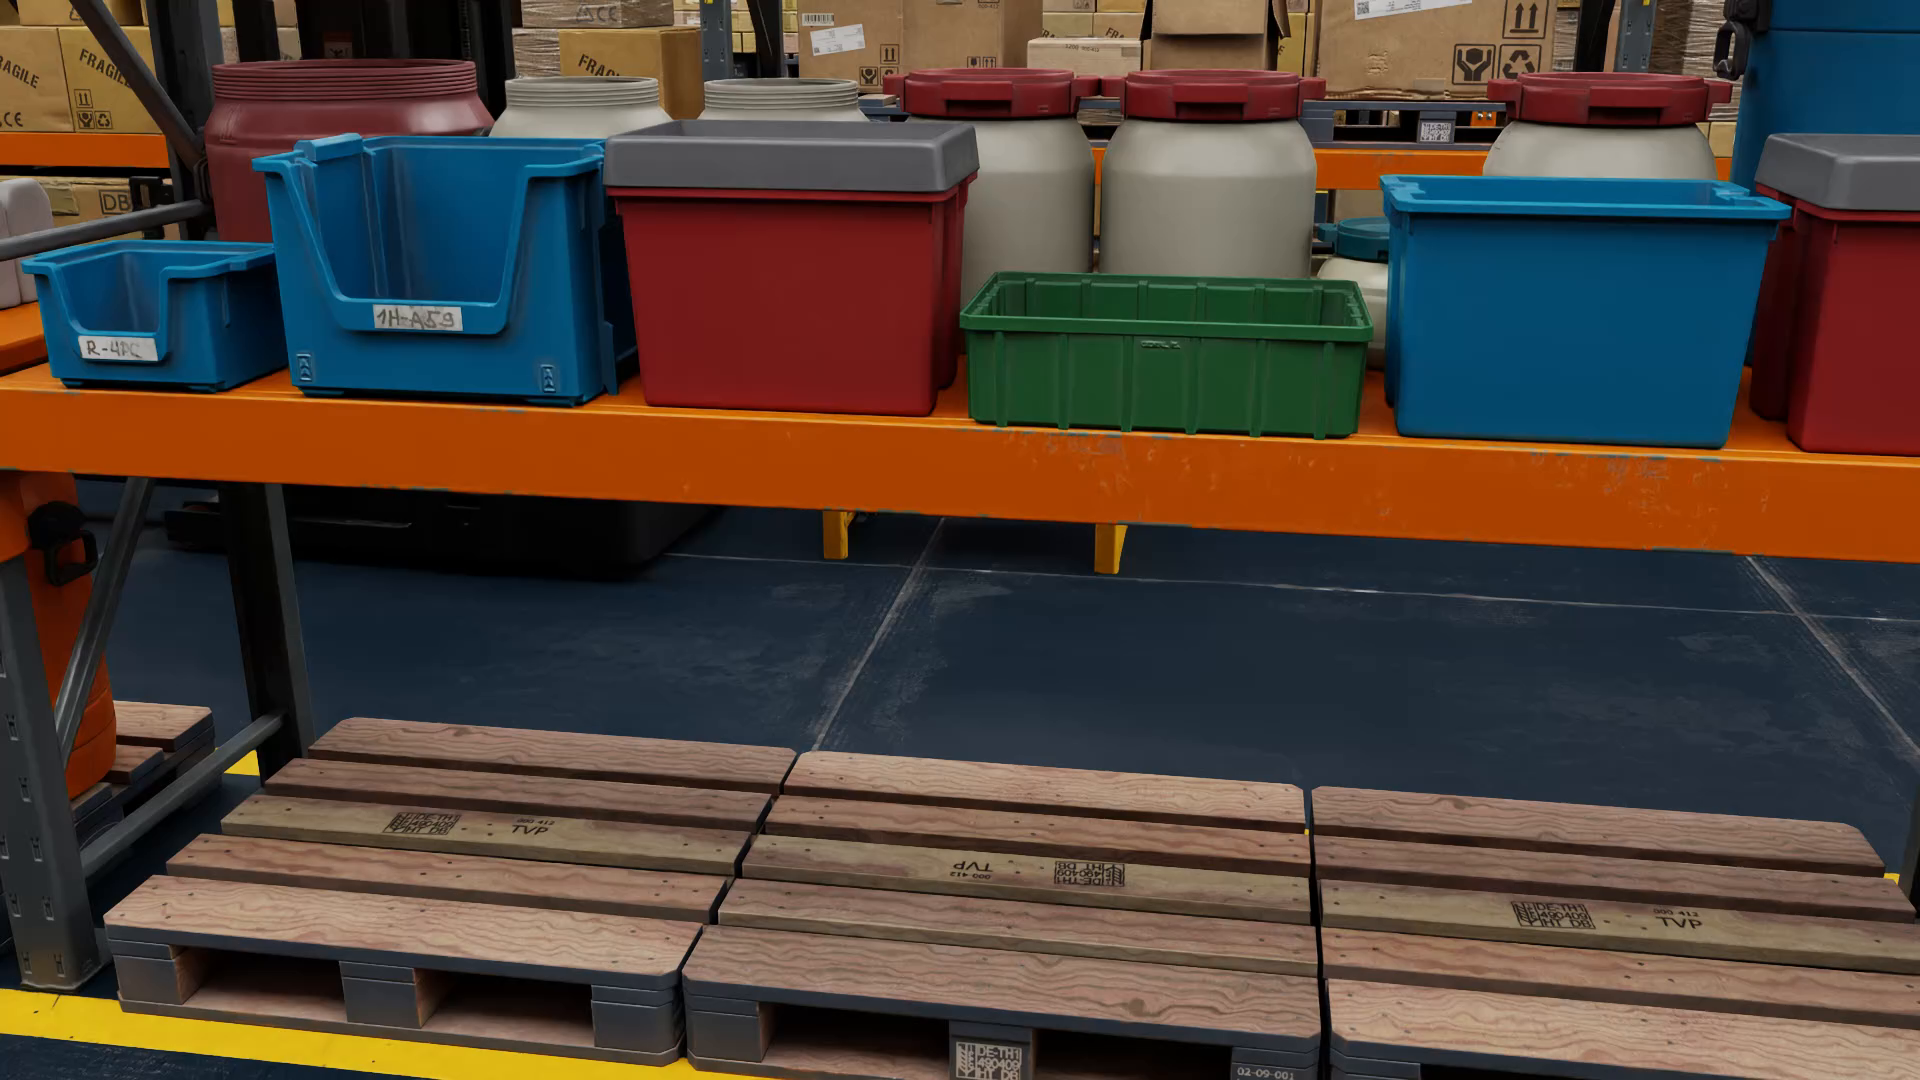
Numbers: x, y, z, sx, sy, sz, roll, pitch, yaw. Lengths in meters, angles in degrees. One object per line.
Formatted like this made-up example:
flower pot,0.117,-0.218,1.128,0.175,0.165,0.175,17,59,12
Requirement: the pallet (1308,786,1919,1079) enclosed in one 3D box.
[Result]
pallet,1.342,0.863,3.391,1.213,0.211,1.003,3,19,9

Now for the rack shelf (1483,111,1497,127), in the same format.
rack shelf,5.770,-3.091,11.947,4.000,0.370,1.077,3,19,9

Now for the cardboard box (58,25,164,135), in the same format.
cardboard box,-4.079,-2.307,8.314,0.500,0.500,0.500,3,19,9

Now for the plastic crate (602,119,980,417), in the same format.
plastic crate,-0.279,-0.486,2.929,0.583,0.464,0.402,3,19,9

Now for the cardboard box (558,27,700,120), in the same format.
cardboard box,-1.567,-2.180,7.932,0.500,0.500,0.500,4,19,10

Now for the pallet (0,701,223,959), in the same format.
pallet,-2.611,0.662,3.990,1.213,0.211,1.003,3,19,9

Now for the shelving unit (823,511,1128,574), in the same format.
shelving unit,0.075,-0.707,6.054,1.083,1.500,0.587,3,19,9

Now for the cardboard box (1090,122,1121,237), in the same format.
cardboard box,1.297,-2.764,12.721,0.750,0.750,1.050,3,19,9

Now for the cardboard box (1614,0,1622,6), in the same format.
cardboard box,4.716,-4.095,11.877,0.550,0.550,0.875,3,19,9

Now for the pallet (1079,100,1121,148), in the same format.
pallet,0.921,-2.007,7.877,1.213,0.211,1.003,3,19,9

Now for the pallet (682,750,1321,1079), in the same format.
pallet,0.134,0.802,3.572,1.213,0.211,1.003,3,19,9

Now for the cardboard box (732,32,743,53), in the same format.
cardboard box,-1.724,-3.747,12.509,0.250,0.149,0.380,2,19,6

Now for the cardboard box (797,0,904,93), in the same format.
cardboard box,-0.501,-2.417,7.980,0.500,0.500,0.500,1,19,2

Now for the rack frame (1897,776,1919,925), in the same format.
rack frame,2.123,-0.432,2.867,0.127,3.000,1.000,3,19,9

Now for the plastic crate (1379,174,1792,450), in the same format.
plastic crate,0.985,-0.382,2.744,0.575,0.384,0.392,3,19,9

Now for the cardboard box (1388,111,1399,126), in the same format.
cardboard box,4.228,-3.703,15.389,0.500,0.500,0.500,3,19,9

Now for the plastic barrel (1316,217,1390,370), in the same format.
plastic barrel,0.841,-0.481,3.231,0.301,0.262,0.301,0,18,0

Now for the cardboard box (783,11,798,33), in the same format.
cardboard box,-1.238,-3.862,12.385,0.250,0.149,0.380,3,19,10

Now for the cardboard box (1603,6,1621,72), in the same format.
cardboard box,4.708,-3.568,12.004,0.550,0.550,0.875,3,19,9

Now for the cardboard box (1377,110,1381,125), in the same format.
cardboard box,5.776,-5.578,21.917,0.500,0.250,0.500,3,19,9

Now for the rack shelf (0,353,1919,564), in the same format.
rack shelf,0.149,-0.191,3.282,4.000,0.370,1.077,3,19,9

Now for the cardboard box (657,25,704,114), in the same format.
cardboard box,-1.477,-2.342,8.418,0.500,0.500,0.500,3,19,10

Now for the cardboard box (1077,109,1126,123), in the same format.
cardboard box,1.929,-5.882,22.237,0.625,0.625,0.875,4,19,10

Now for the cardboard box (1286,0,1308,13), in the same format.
cardboard box,2.297,-4.128,12.180,0.500,0.500,0.700,3,19,9

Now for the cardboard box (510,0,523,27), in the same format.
cardboard box,-2.403,-2.784,8.157,0.637,0.503,0.797,3,19,10

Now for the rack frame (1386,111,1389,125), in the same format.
rack frame,4.481,-5.088,16.783,0.127,3.000,1.000,3,19,9

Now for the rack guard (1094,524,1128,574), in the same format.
rack guard,0.567,-0.090,6.177,0.087,0.250,0.587,3,19,9

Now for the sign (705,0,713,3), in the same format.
sign,-1.125,-2.560,7.402,0.005,0.325,0.100,3,19,9

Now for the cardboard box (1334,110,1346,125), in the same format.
cardboard box,4.748,-5.739,21.810,0.625,0.625,0.875,4,19,11

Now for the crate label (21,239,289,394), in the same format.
crate label,-1.469,-0.415,3.081,0.416,0.233,0.303,3,19,9

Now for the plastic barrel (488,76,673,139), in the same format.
plastic barrel,-0.776,-0.701,3.496,0.421,0.512,0.421,0,18,0

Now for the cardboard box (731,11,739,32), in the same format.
cardboard box,-1.730,-3.888,12.462,0.250,0.149,0.380,3,19,8

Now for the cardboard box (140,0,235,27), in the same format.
cardboard box,-3.682,-2.842,8.330,0.637,0.503,0.797,3,19,9

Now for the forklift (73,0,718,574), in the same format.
forklift,-2.467,-1.498,6.160,3.031,2.935,1.130,4,19,12

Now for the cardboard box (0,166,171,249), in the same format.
cardboard box,-4.355,-1.552,8.901,0.875,0.875,1.225,3,19,9

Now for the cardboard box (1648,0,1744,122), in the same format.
cardboard box,3.343,-2.130,7.316,0.500,0.500,0.875,3,19,9

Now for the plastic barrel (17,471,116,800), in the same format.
plastic barrel,-2.312,0.177,3.804,0.708,0.830,0.600,3,19,9

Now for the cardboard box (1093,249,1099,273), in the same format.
cardboard box,0.735,-1.130,8.200,0.500,0.500,0.700,5,19,13

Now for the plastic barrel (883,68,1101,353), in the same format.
plastic barrel,0.062,-0.672,3.370,0.433,0.535,0.433,0,18,0

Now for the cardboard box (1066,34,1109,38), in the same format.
cardboard box,0.649,-2.321,8.063,0.258,0.266,0.396,2,19,7

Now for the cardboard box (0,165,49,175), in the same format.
cardboard box,-5.629,-1.636,9.152,0.875,0.875,0.875,3,19,9

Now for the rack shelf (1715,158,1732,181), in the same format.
rack shelf,4.884,-1.542,7.318,4.000,0.370,1.077,3,19,9

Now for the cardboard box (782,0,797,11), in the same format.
cardboard box,-1.217,-4.003,12.337,0.250,0.149,0.380,4,19,10

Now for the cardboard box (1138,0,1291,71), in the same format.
cardboard box,1.183,-2.290,7.596,0.637,0.503,0.797,5,19,14

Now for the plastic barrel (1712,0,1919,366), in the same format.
plastic barrel,1.790,-0.784,3.129,0.708,0.901,0.600,3,19,9

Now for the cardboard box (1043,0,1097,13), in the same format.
cardboard box,0.787,-4.205,12.409,0.500,0.500,0.700,3,19,8

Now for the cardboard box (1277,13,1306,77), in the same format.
cardboard box,2.240,-3.573,12.098,0.500,0.500,0.500,3,19,9

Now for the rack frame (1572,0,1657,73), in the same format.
rack frame,2.909,-1.984,7.504,0.127,3.000,1.000,3,19,9

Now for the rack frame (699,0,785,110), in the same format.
rack frame,-1.040,-2.185,8.106,0.127,3.000,1.000,3,19,9

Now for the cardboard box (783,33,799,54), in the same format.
cardboard box,-1.213,-3.720,12.429,0.250,0.149,0.380,3,19,10

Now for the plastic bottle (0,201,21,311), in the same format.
plastic bottle,-2.226,-0.650,3.713,0.135,0.276,0.152,3,19,9

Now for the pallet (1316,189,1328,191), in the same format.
pallet,3.712,-3.805,17.341,1.213,0.211,1.003,3,19,9

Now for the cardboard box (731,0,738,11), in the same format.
cardboard box,-1.718,-4.030,12.416,0.250,0.149,0.380,3,19,9

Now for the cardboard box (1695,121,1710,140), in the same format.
cardboard box,3.074,-1.759,7.230,0.250,0.149,0.380,3,19,9

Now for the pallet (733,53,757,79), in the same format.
pallet,-2.115,-3.730,13.025,1.213,0.211,1.003,3,19,9

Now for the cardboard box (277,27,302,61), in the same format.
cardboard box,-3.074,-2.258,8.165,0.500,0.500,0.500,3,19,10

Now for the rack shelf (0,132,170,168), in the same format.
rack shelf,-3.015,-1.944,8.521,4.000,0.370,1.077,3,19,9

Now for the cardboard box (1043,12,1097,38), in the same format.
cardboard box,0.749,-3.649,12.325,0.500,0.500,0.500,3,19,8
